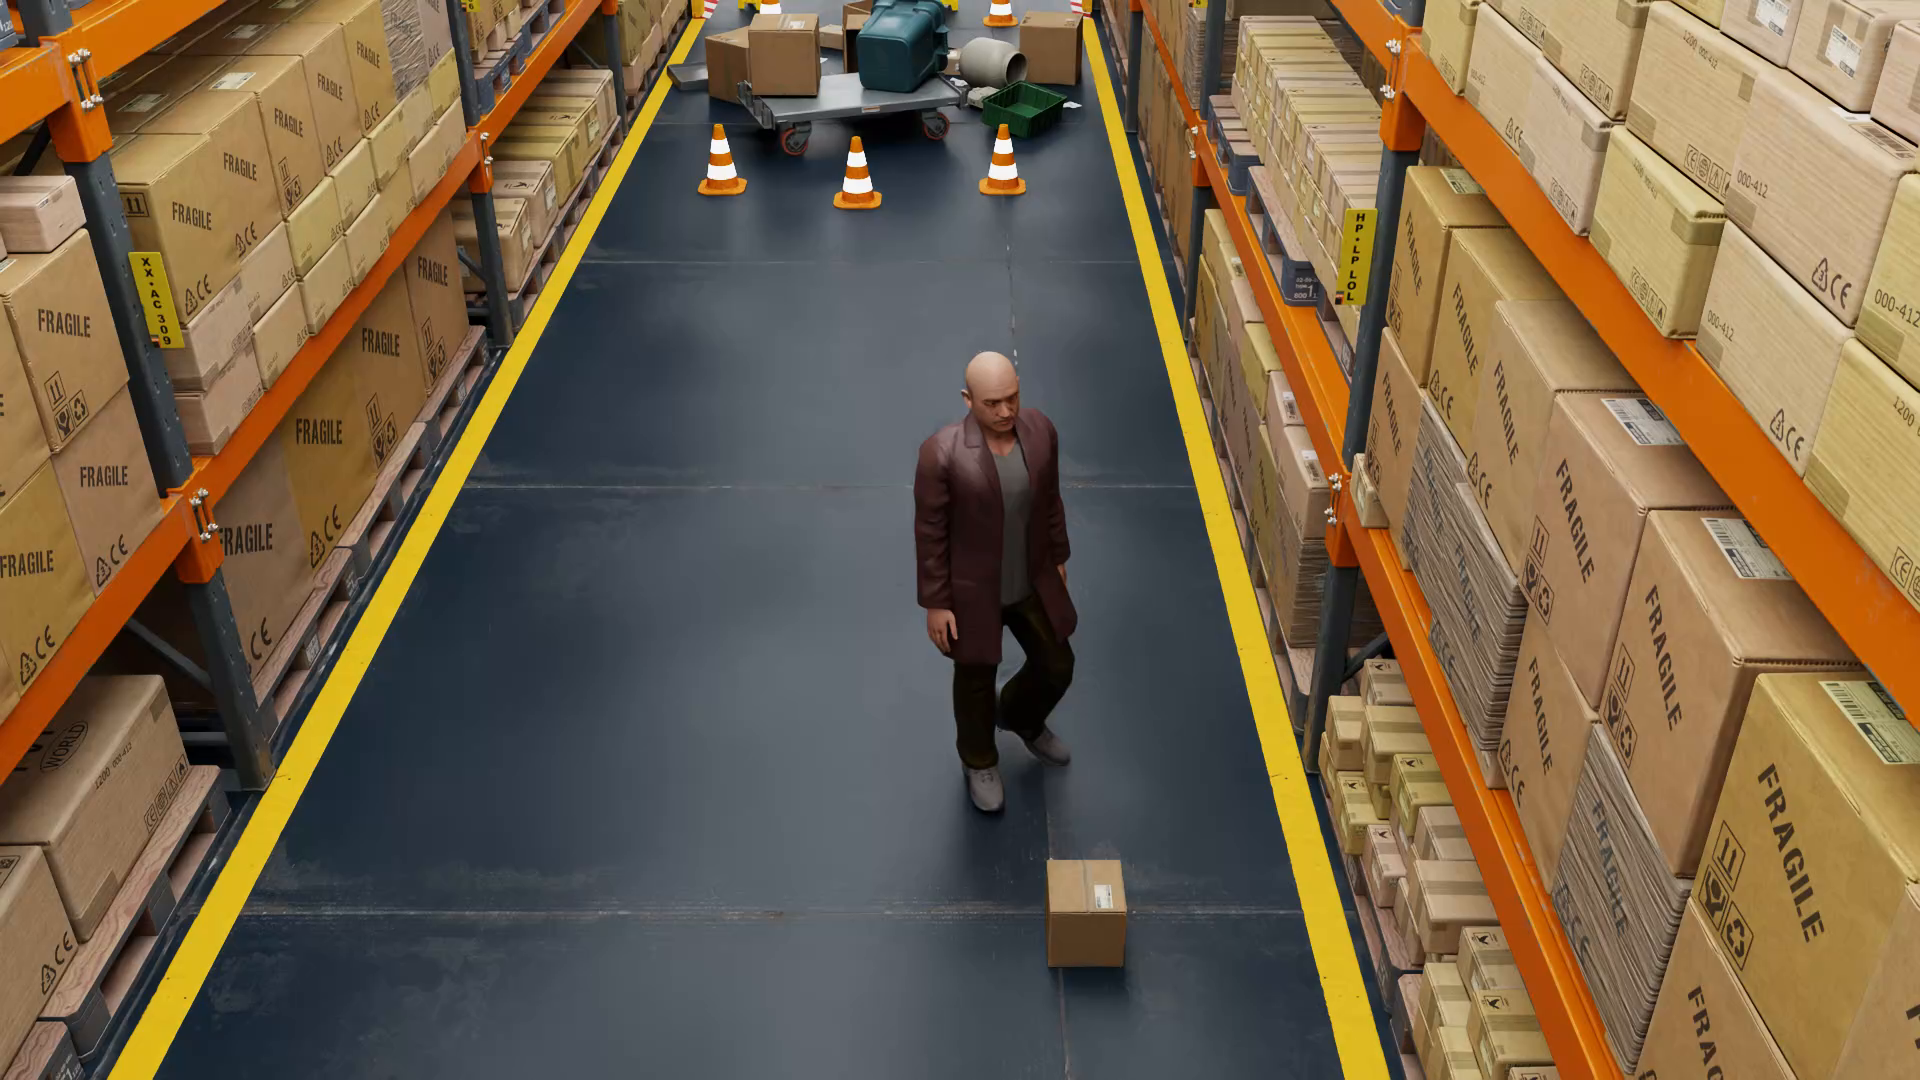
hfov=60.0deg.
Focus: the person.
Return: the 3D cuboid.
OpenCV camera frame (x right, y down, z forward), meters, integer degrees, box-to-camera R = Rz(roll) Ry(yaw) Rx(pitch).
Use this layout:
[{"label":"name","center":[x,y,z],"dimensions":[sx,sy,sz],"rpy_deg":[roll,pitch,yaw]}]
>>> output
[{"label":"person","center":[0.134,0.151,5.876],"dimensions":[0.645,1.793,0.469],"rpy_deg":[-15,34,-23]}]
